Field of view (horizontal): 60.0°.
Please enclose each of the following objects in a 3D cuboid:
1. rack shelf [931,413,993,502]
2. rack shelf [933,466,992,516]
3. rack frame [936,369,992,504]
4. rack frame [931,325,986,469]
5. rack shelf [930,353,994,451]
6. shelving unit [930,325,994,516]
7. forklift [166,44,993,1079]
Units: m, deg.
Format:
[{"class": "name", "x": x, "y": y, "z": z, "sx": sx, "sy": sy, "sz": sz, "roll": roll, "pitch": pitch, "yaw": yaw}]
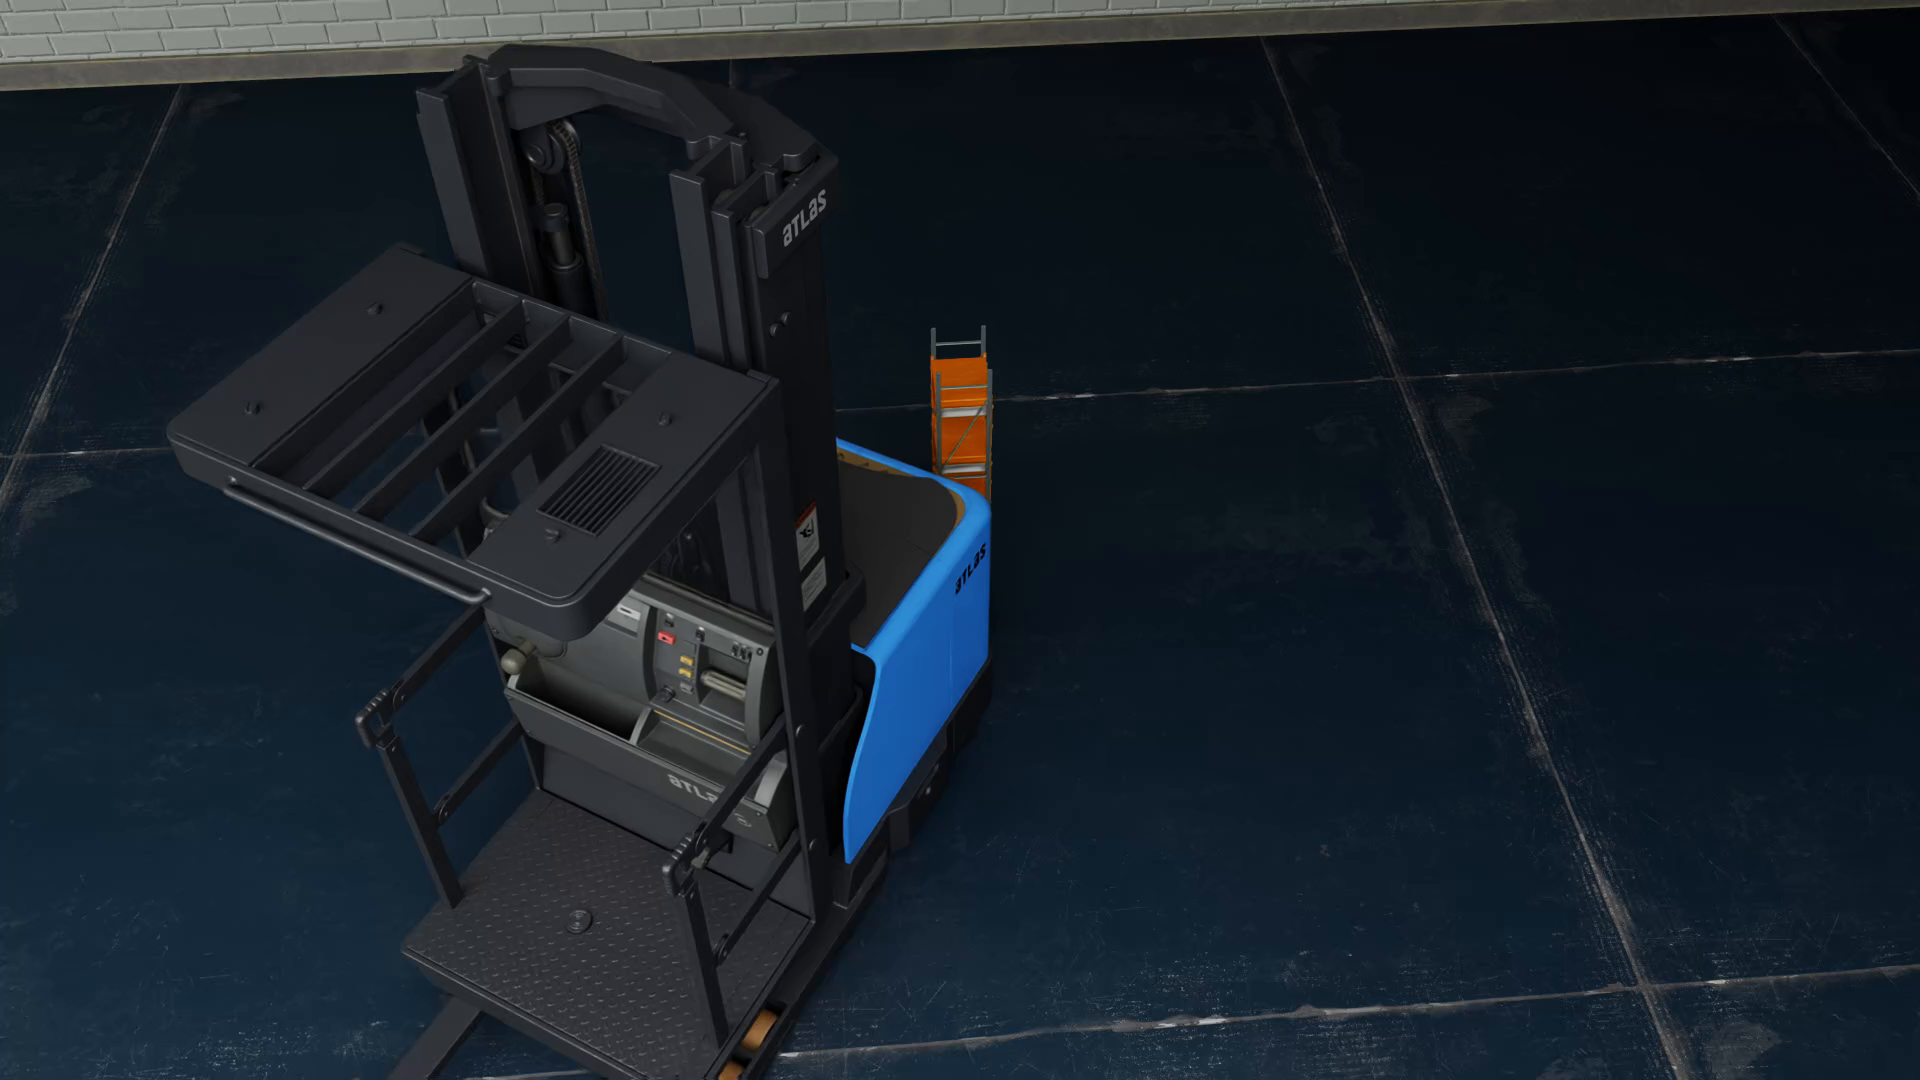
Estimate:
[{"class": "rack shelf", "x": 0.004, "y": -0.315, "z": 6.340, "sx": 0.215, "sy": 0.259, "sz": 0.240, "roll": -3, "pitch": 47, "yaw": -3}, {"class": "rack shelf", "x": 0.004, "y": -0.124, "z": 6.542, "sx": 0.215, "sy": 0.259, "sz": 0.240, "roll": -3, "pitch": 47, "yaw": -3}, {"class": "rack frame", "x": 0.015, "y": -0.234, "z": 6.249, "sx": 0.200, "sy": 1.050, "sz": 0.008, "roll": -3, "pitch": 47, "yaw": -3}, {"class": "rack frame", "x": -0.006, "y": -0.411, "z": 6.416, "sx": 0.200, "sy": 1.050, "sz": 0.008, "roll": -3, "pitch": 47, "yaw": -3}, {"class": "rack shelf", "x": 0.004, "y": -0.510, "z": 6.134, "sx": 0.215, "sy": 0.259, "sz": 0.240, "roll": -3, "pitch": 47, "yaw": -3}, {"class": "shelving unit", "x": 0.004, "y": -0.322, "z": 6.332, "sx": 0.215, "sy": 1.050, "sz": 0.252, "roll": -3, "pitch": 47, "yaw": -3}, {"class": "forklift", "x": -1.018, "y": 0.365, "z": 4.386, "sx": 1.130, "sy": 2.935, "sz": 3.031, "roll": 21, "pitch": 50, "yaw": 19}]
